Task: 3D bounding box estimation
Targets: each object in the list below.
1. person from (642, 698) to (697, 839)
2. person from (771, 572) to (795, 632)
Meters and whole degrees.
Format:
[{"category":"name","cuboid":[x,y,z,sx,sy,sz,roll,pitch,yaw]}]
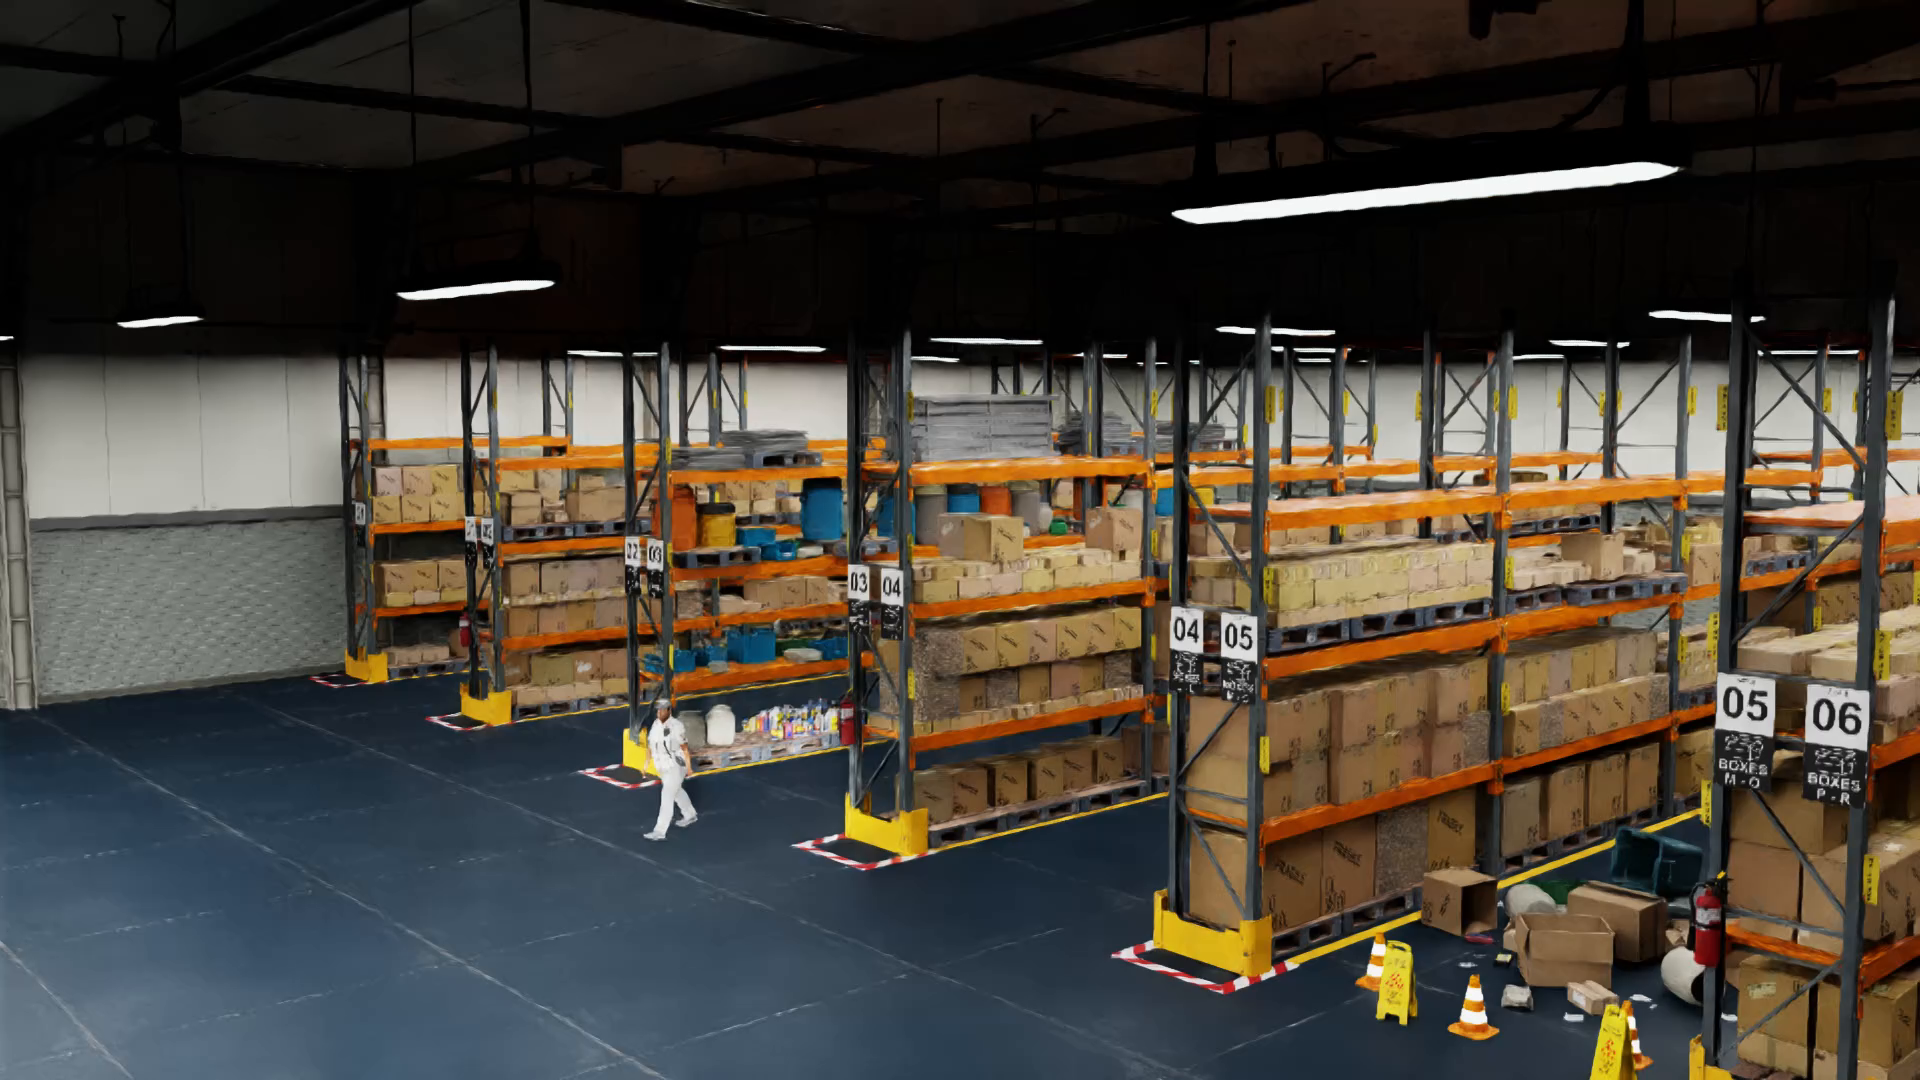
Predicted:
[{"category":"person","cuboid":[-3.404,2.622,19.378,0.491,1.598,1.000,4,7,40]},{"category":"person","cuboid":[-3.659,1.311,33.464,1.113,1.683,0.582,-5,7,-44]}]
